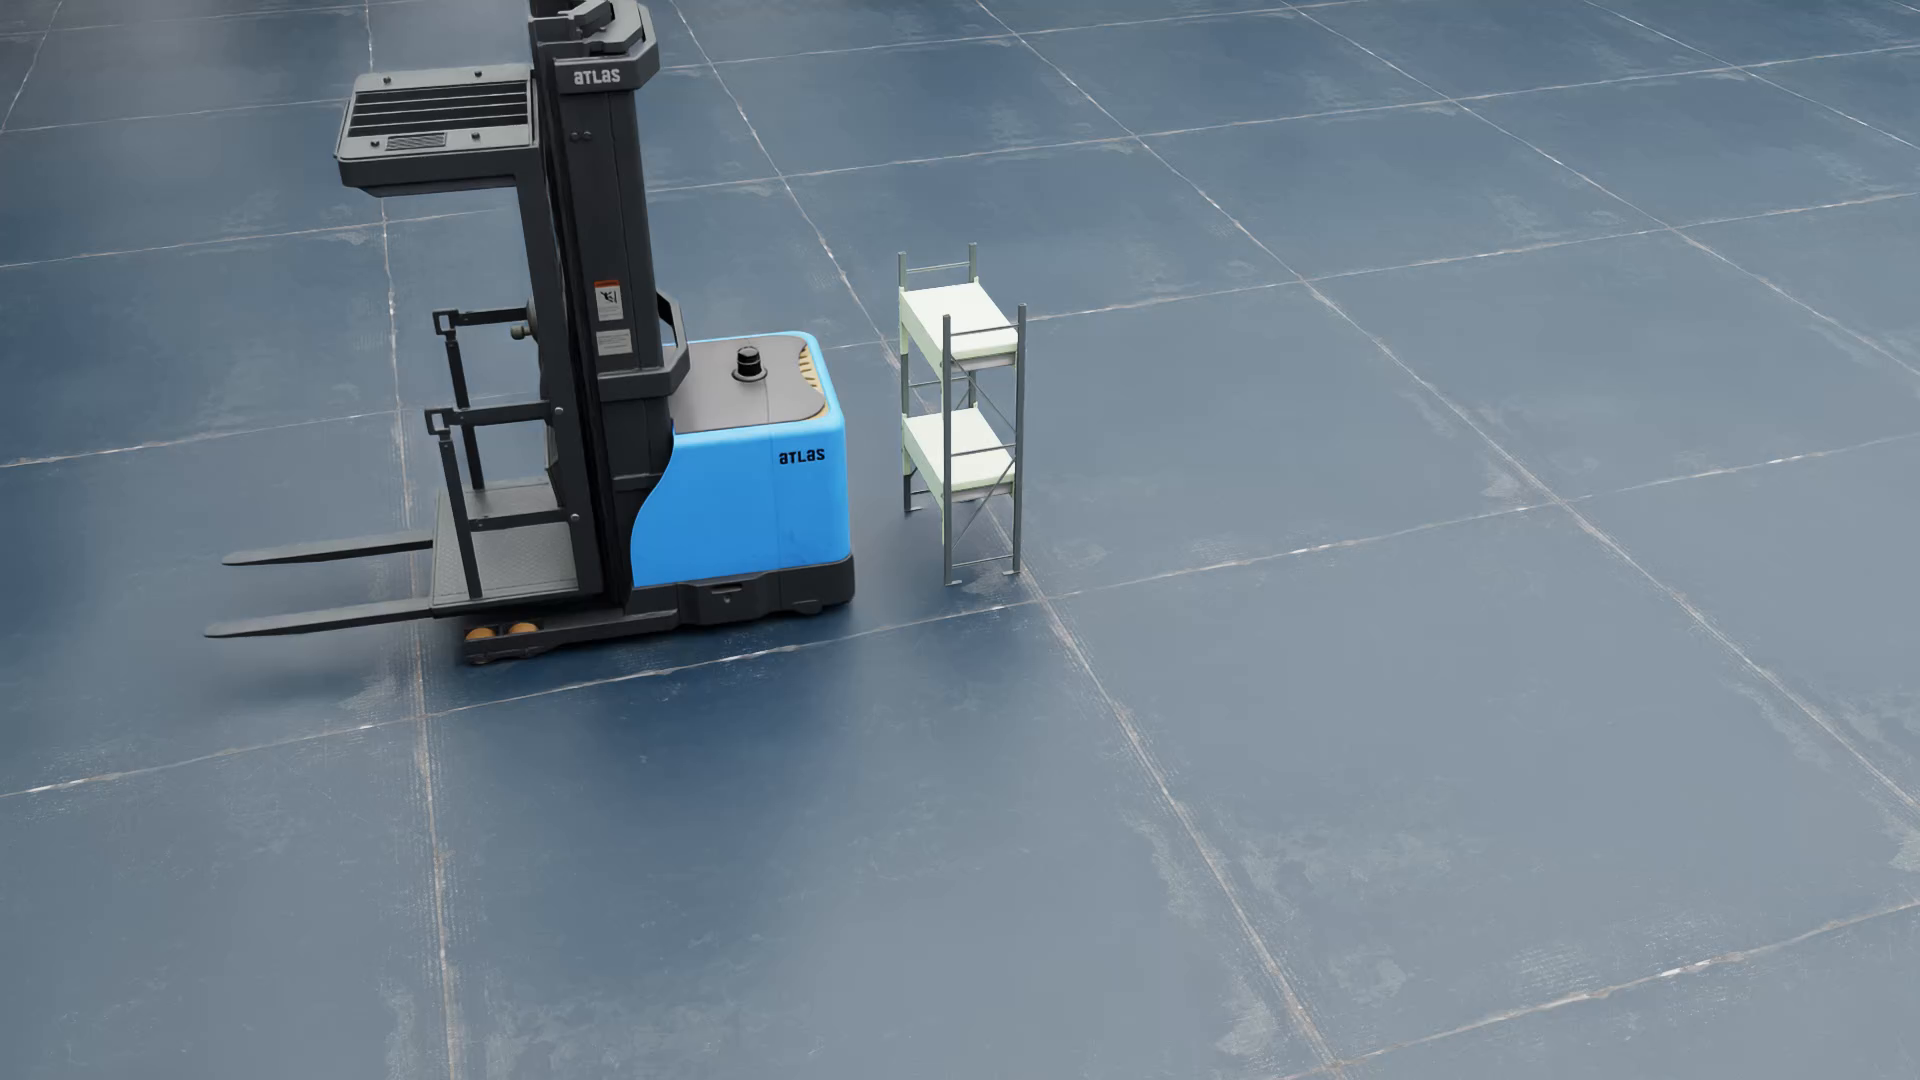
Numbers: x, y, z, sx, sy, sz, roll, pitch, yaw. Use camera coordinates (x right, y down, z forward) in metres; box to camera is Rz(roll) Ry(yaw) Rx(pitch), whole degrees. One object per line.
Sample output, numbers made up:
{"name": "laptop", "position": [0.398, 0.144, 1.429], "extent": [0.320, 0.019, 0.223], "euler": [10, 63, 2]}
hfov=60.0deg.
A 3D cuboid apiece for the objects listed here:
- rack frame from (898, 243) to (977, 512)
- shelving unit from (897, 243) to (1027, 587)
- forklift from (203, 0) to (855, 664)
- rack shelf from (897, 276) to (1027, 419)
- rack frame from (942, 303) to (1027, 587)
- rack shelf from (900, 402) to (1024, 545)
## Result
{"name": "rack frame", "position": [-0.110, -0.814, 8.622], "extent": [0.400, 1.500, 0.023], "euler": [-10, 35, -15]}
{"name": "shelving unit", "position": [0.002, -0.622, 8.331], "extent": [0.431, 1.500, 0.755], "euler": [-10, 35, -15]}
{"name": "forklift", "position": [-2.093, -0.959, 7.543], "extent": [3.031, 2.935, 1.130], "euler": [-7, 34, -11]}
{"name": "rack shelf", "position": [0.002, -0.948, 8.116], "extent": [0.431, 0.370, 0.720], "euler": [-10, 35, -15]}
{"name": "rack frame", "position": [0.114, -0.430, 8.040], "extent": [0.400, 1.500, 0.023], "euler": [-10, 35, -15]}
{"name": "rack shelf", "position": [0.002, -0.350, 8.511], "extent": [0.431, 0.370, 0.720], "euler": [-10, 35, -15]}
